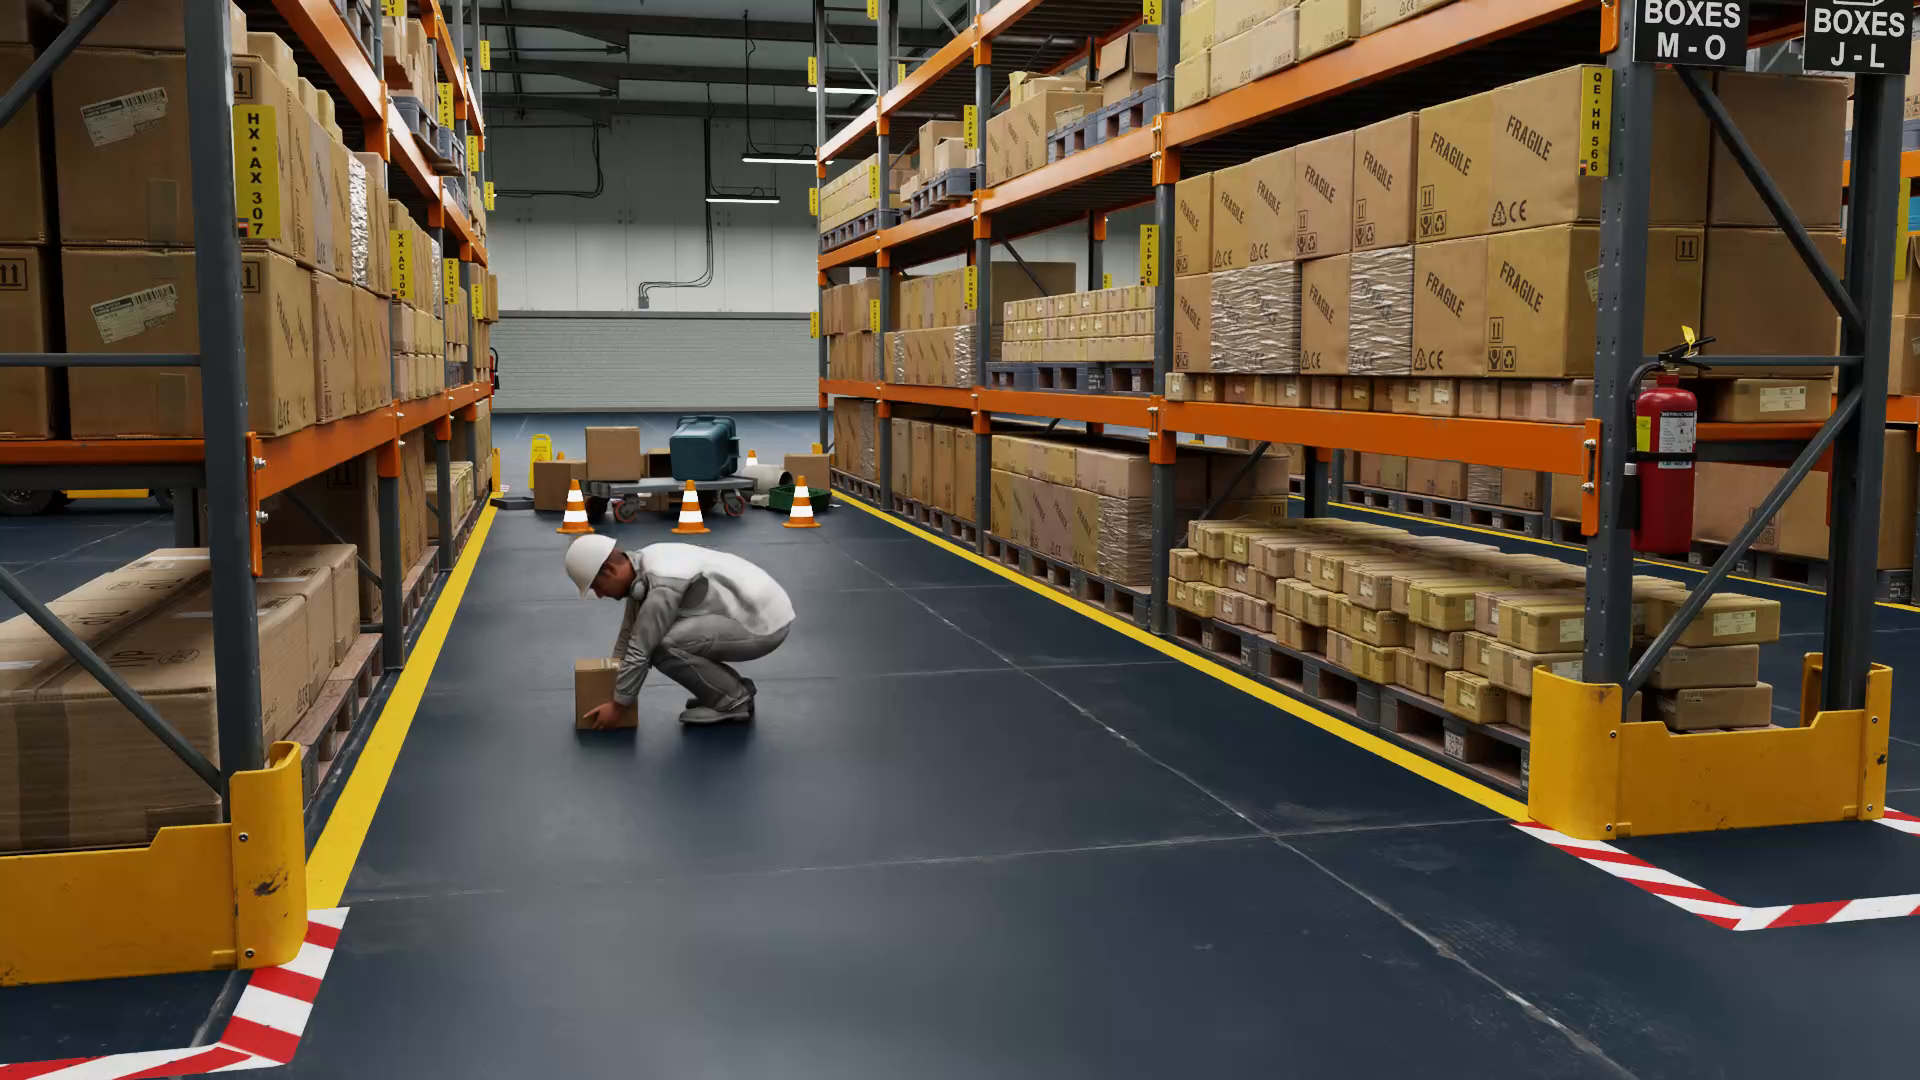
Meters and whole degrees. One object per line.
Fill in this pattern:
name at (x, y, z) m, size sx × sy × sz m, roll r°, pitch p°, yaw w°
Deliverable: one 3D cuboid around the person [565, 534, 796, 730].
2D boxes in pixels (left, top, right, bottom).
person at (-1.177, 0.388, 7.025) m, size 0.944 × 0.858 × 0.519 m, roll -2°, pitch 6°, yaw -14°
